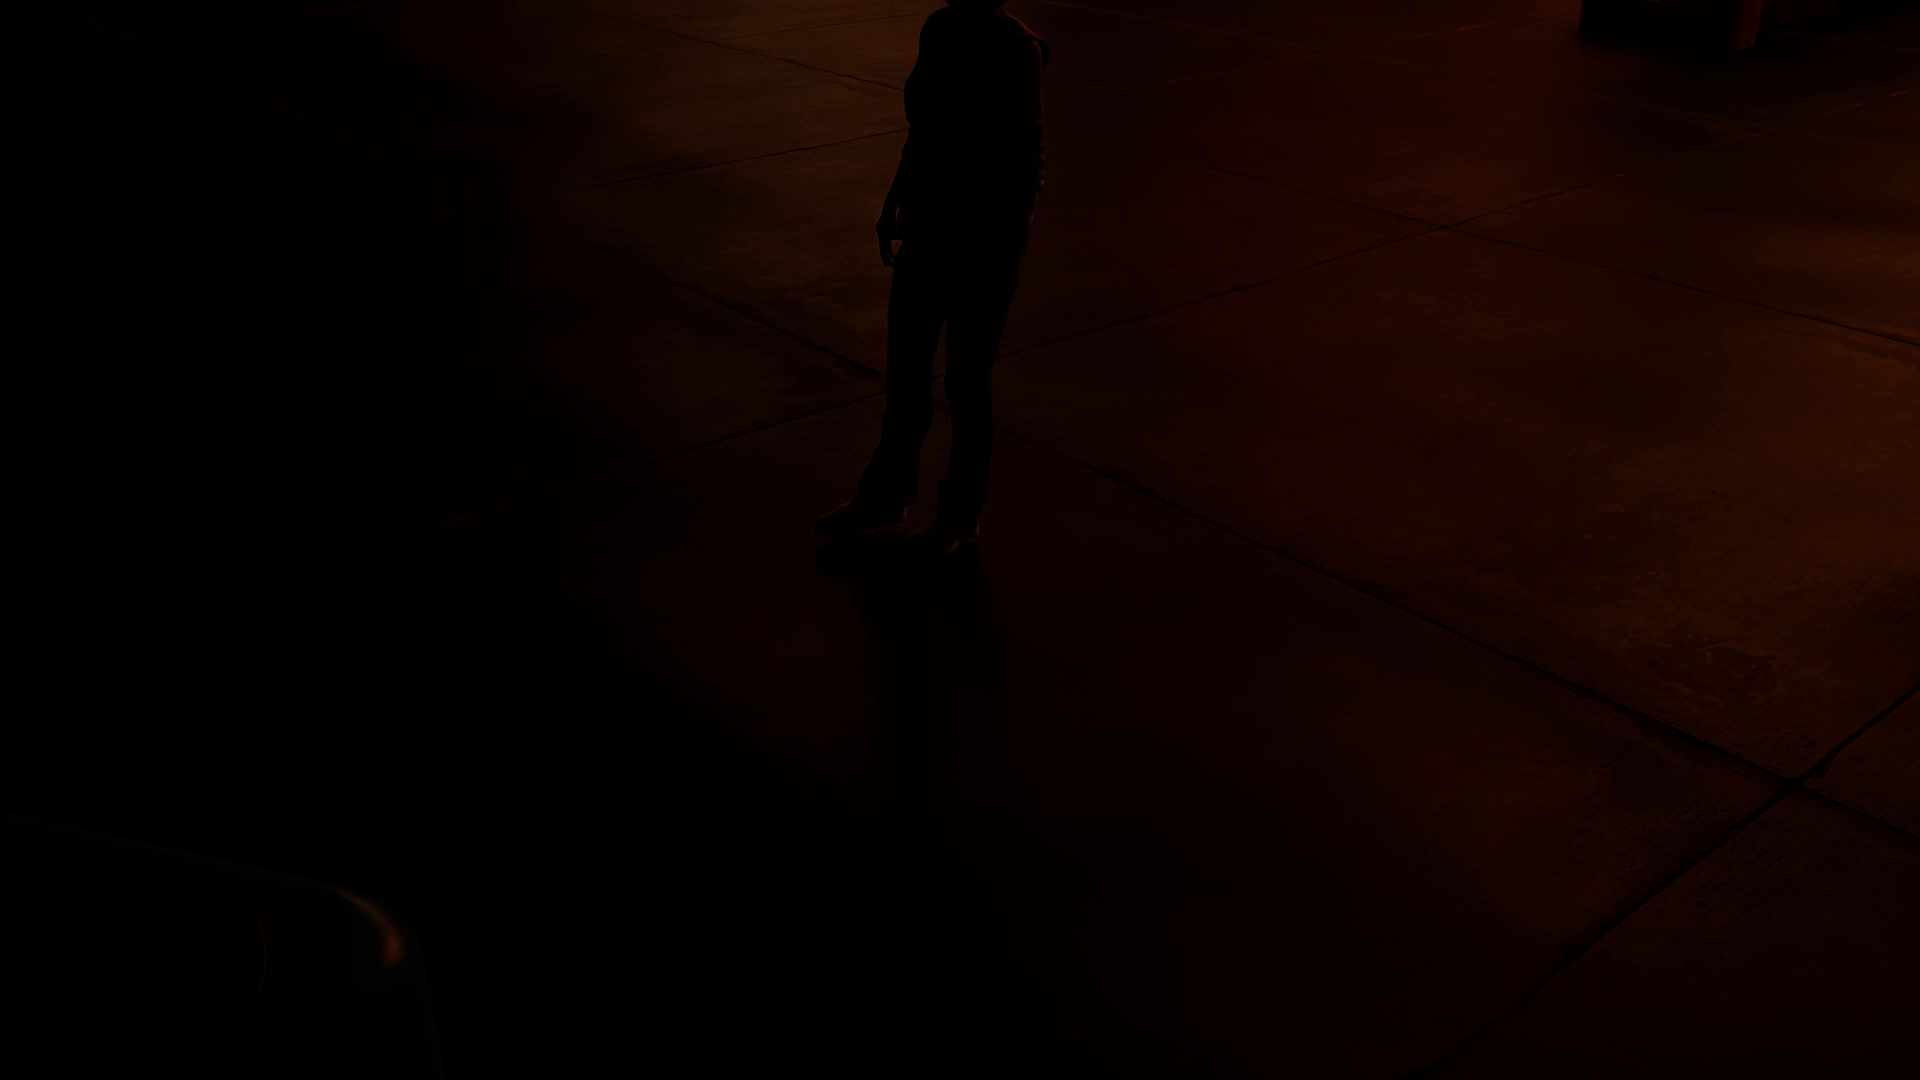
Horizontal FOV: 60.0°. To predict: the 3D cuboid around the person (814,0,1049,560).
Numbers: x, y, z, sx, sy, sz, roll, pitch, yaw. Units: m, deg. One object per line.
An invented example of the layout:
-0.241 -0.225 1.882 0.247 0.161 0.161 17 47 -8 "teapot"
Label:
-0.066 -0.705 4.109 0.473 1.599 0.521 -20 33 -35 "person"
